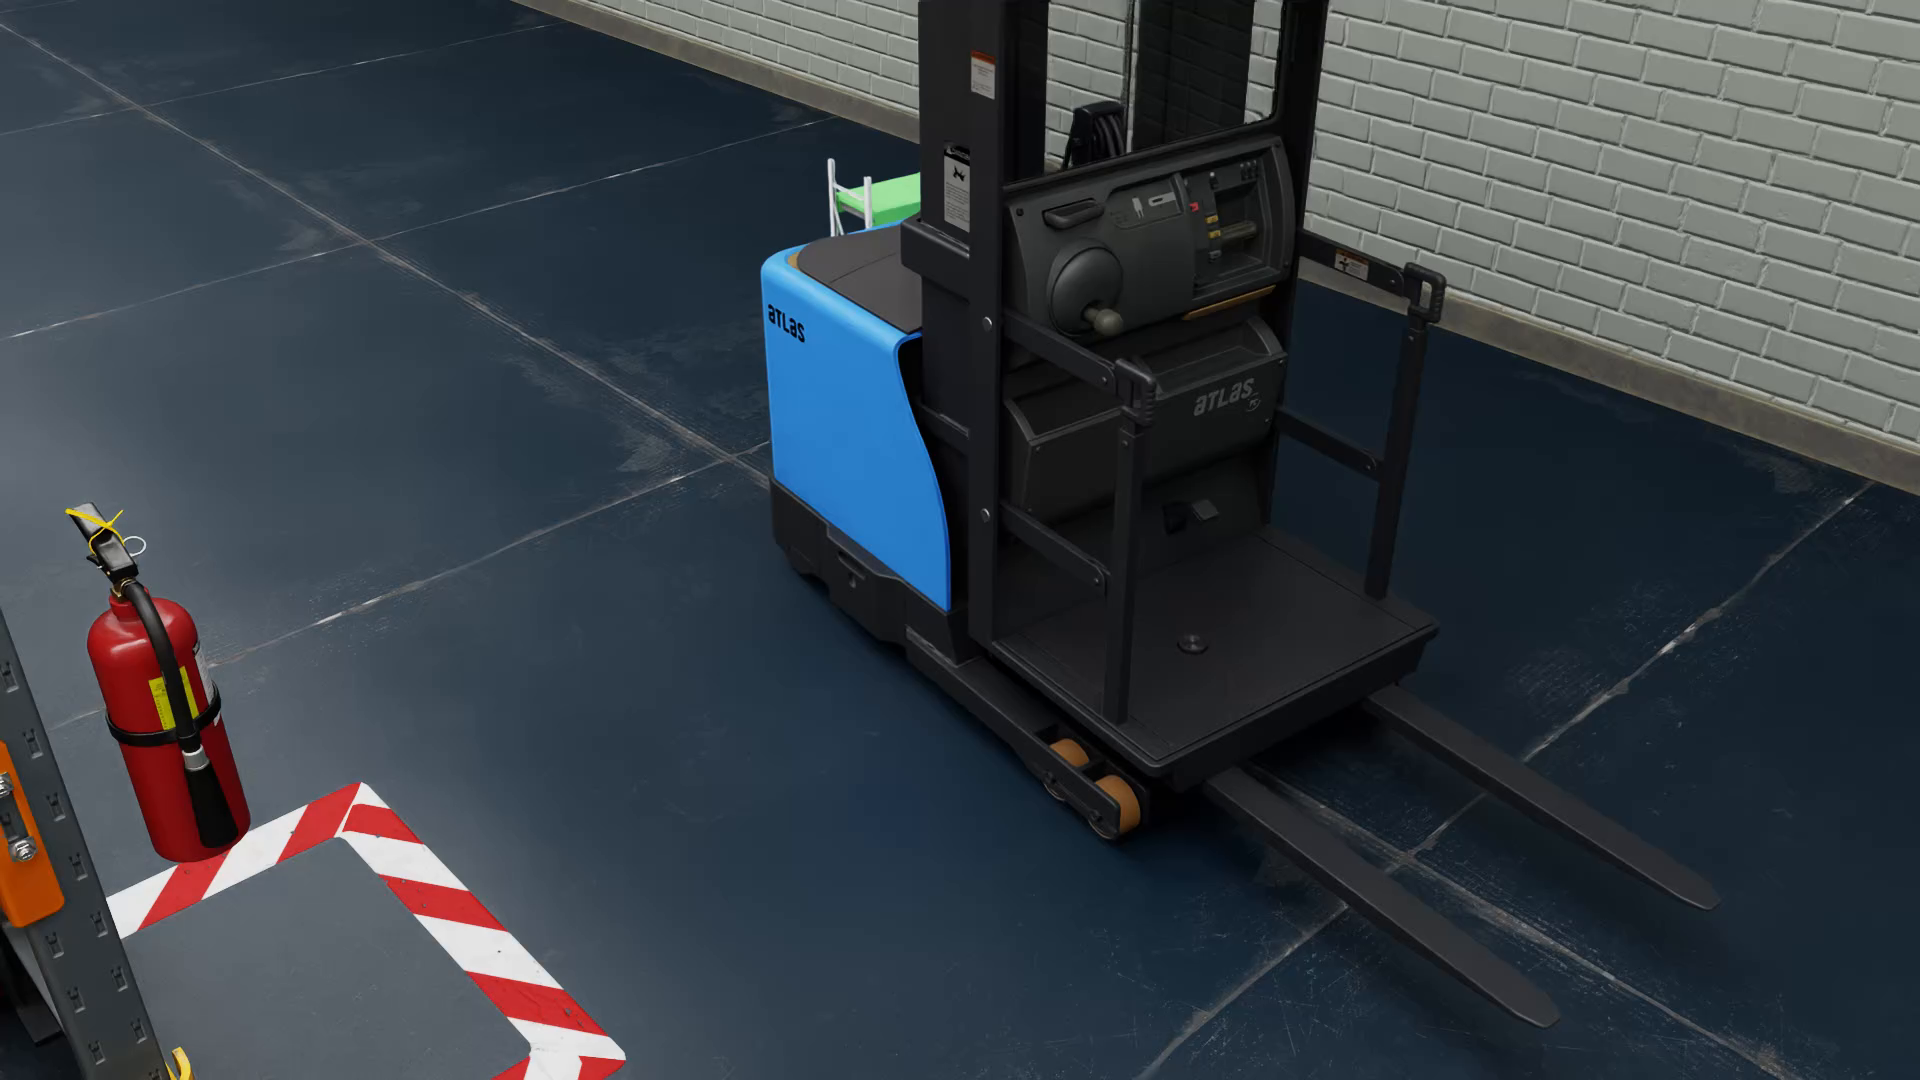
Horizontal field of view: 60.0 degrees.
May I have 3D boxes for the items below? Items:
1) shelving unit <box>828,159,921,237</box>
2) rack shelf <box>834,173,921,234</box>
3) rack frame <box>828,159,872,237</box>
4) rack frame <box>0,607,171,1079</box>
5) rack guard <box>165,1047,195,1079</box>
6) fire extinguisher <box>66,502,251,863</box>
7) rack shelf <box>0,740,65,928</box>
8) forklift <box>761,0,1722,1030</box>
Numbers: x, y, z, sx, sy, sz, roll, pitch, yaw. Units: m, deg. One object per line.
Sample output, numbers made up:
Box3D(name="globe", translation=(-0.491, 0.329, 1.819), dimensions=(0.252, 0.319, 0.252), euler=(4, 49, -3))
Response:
Box3D(name="shelving unit", translation=(-0.162, -0.775, 5.866), dimensions=(0.503, 1.200, 0.258), euler=(-21, 37, -30))
Box3D(name="rack shelf", translation=(-0.164, -1.132, 5.651), dimensions=(0.480, 0.148, 0.258), euler=(-21, 37, -30))
Box3D(name="rack frame", translation=(-0.359, -0.700, 5.743), dimensions=(0.015, 1.200, 0.240), euler=(-21, 37, -30))
Box3D(name="rack frame", translation=(-1.894, -0.025, 2.916), dimensions=(0.127, 3.000, 1.000), euler=(-26, 40, -35))
Box3D(name="rack guard", translation=(-1.950, 1.068, 3.524), dimensions=(0.348, 0.500, 1.175), euler=(-26, 40, -35))
Box3D(name="fire extinguisher", translation=(-1.396, 0.254, 2.891), dimensions=(0.183, 0.674, 0.296), euler=(-26, 40, -35))
Box3D(name="rack shelf", translation=(-3.361, 0.991, 1.943), dimensions=(4.000, 0.370, 1.077), euler=(-26, 40, -35))
Box3D(name="forklift", translation=(0.641, -0.743, 4.156), dimensions=(1.130, 2.935, 3.031), euler=(-21, 37, -30))
